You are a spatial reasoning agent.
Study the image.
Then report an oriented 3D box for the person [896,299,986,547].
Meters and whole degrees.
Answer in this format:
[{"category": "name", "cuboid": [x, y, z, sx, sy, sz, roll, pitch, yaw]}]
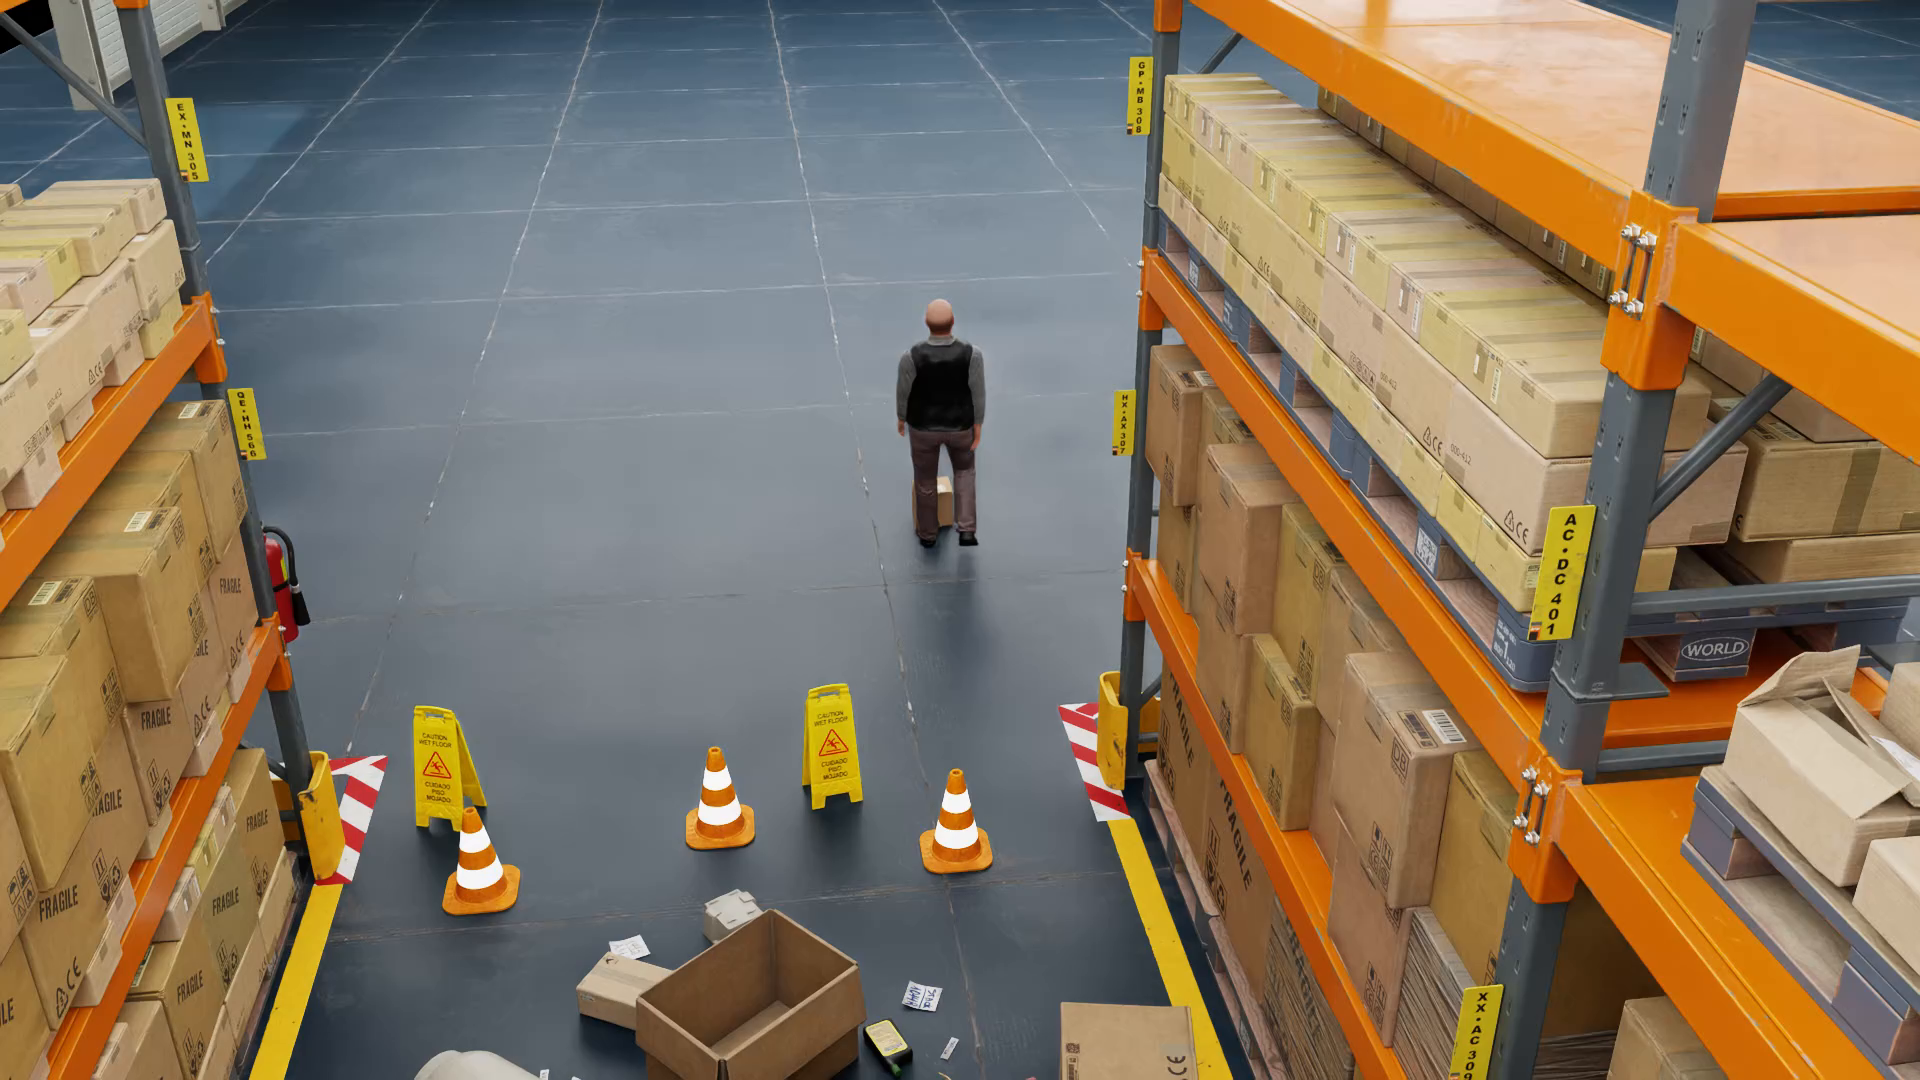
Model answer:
[{"category": "person", "cuboid": [-0.131, -0.735, 10.548, 0.558, 1.719, 0.540, -4, 27, -7]}]
